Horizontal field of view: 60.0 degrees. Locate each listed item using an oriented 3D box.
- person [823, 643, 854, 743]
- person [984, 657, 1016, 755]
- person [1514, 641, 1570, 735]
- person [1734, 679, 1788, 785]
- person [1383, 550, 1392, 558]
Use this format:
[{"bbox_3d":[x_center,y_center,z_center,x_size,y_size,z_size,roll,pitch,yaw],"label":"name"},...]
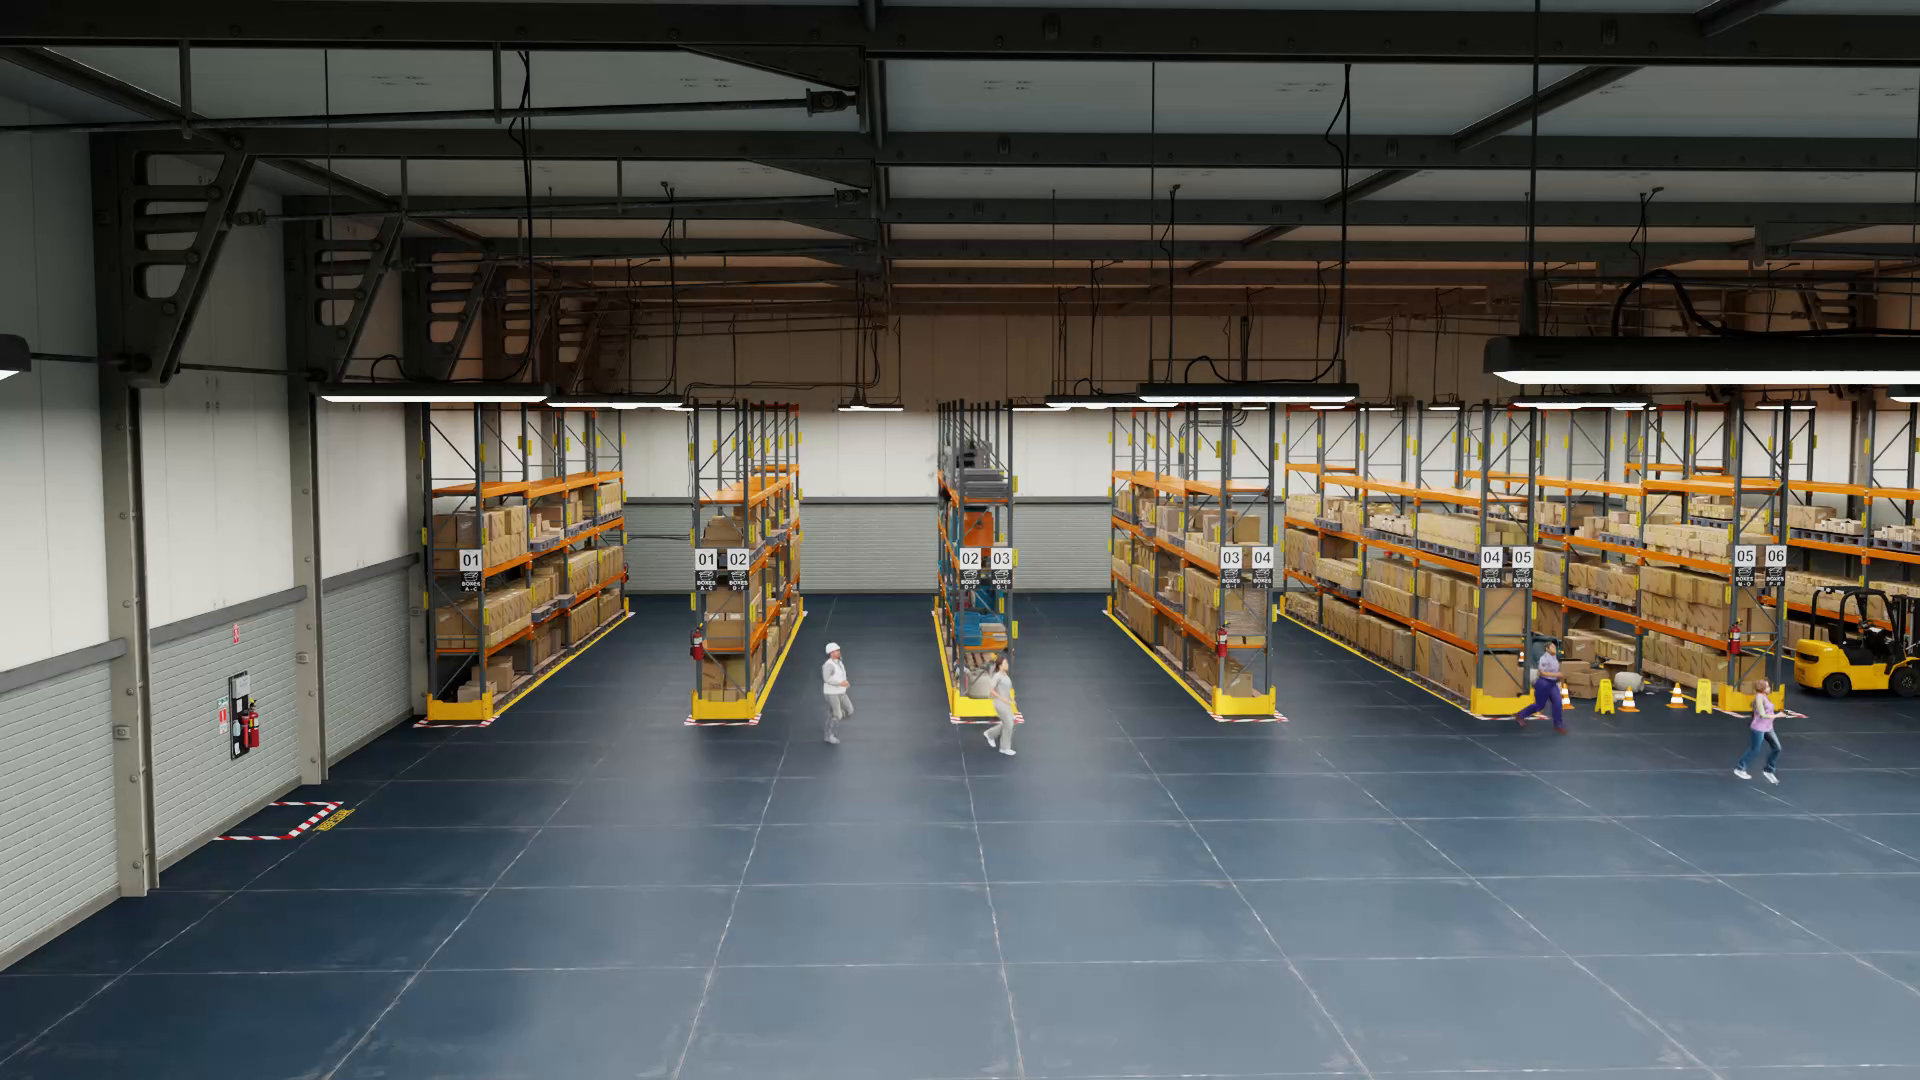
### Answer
[{"bbox_3d":[-2.121,2.655,28.938,0.539,1.742,0.708,2,5,21],"label":"person"},{"bbox_3d":[0.650,2.781,27.997,0.618,1.644,0.574,2,5,24],"label":"person"},{"bbox_3d":[10.497,2.642,29.873,0.935,1.669,0.615,4,6,43],"label":"person"},{"bbox_3d":[12.414,2.965,25.744,0.727,1.638,0.507,4,6,43],"label":"person"},{"bbox_3d":[12.549,1.144,48.838,0.780,1.748,0.663,0,4,-6],"label":"person"}]
